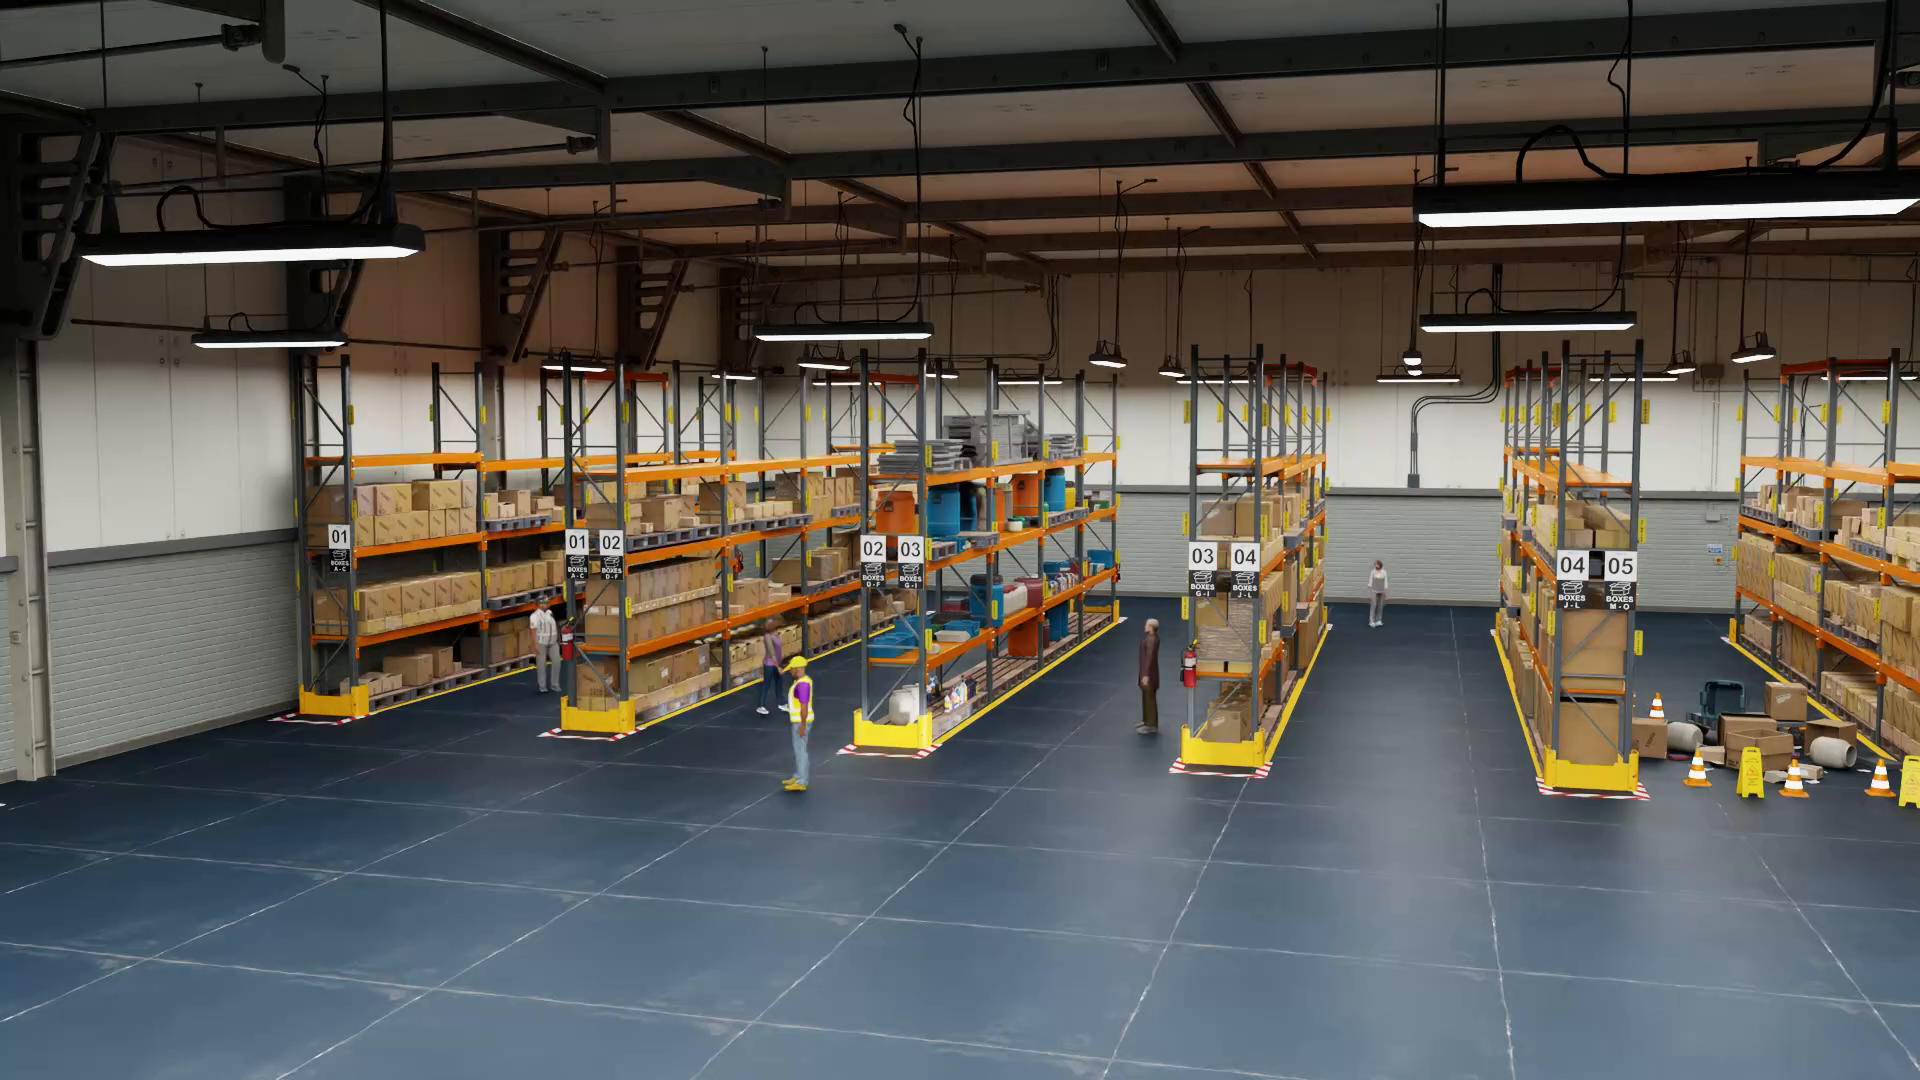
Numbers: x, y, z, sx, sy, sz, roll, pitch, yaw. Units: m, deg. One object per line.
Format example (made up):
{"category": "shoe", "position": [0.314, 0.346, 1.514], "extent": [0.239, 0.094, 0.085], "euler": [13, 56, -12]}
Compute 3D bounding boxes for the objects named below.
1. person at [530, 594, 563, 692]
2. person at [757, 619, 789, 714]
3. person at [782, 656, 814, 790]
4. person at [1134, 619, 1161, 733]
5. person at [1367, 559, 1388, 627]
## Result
{"category": "person", "position": [-7.518, 1.896, 30.139], "extent": [0.564, 1.826, 0.480], "euler": [-3, 5, -34]}
{"category": "person", "position": [-3.117, 2.110, 27.870], "extent": [0.540, 1.600, 0.556], "euler": [1, 4, 12]}
{"category": "person", "position": [-2.178, 2.438, 22.304], "extent": [0.429, 1.771, 0.604], "euler": [-1, 4, -8]}
{"category": "person", "position": [2.973, 2.227, 26.335], "extent": [0.427, 1.595, 0.614], "euler": [0, 4, 0]}
{"category": "person", "position": [9.928, 1.261, 39.498], "extent": [0.484, 1.603, 0.523], "euler": [0, 4, 5]}
